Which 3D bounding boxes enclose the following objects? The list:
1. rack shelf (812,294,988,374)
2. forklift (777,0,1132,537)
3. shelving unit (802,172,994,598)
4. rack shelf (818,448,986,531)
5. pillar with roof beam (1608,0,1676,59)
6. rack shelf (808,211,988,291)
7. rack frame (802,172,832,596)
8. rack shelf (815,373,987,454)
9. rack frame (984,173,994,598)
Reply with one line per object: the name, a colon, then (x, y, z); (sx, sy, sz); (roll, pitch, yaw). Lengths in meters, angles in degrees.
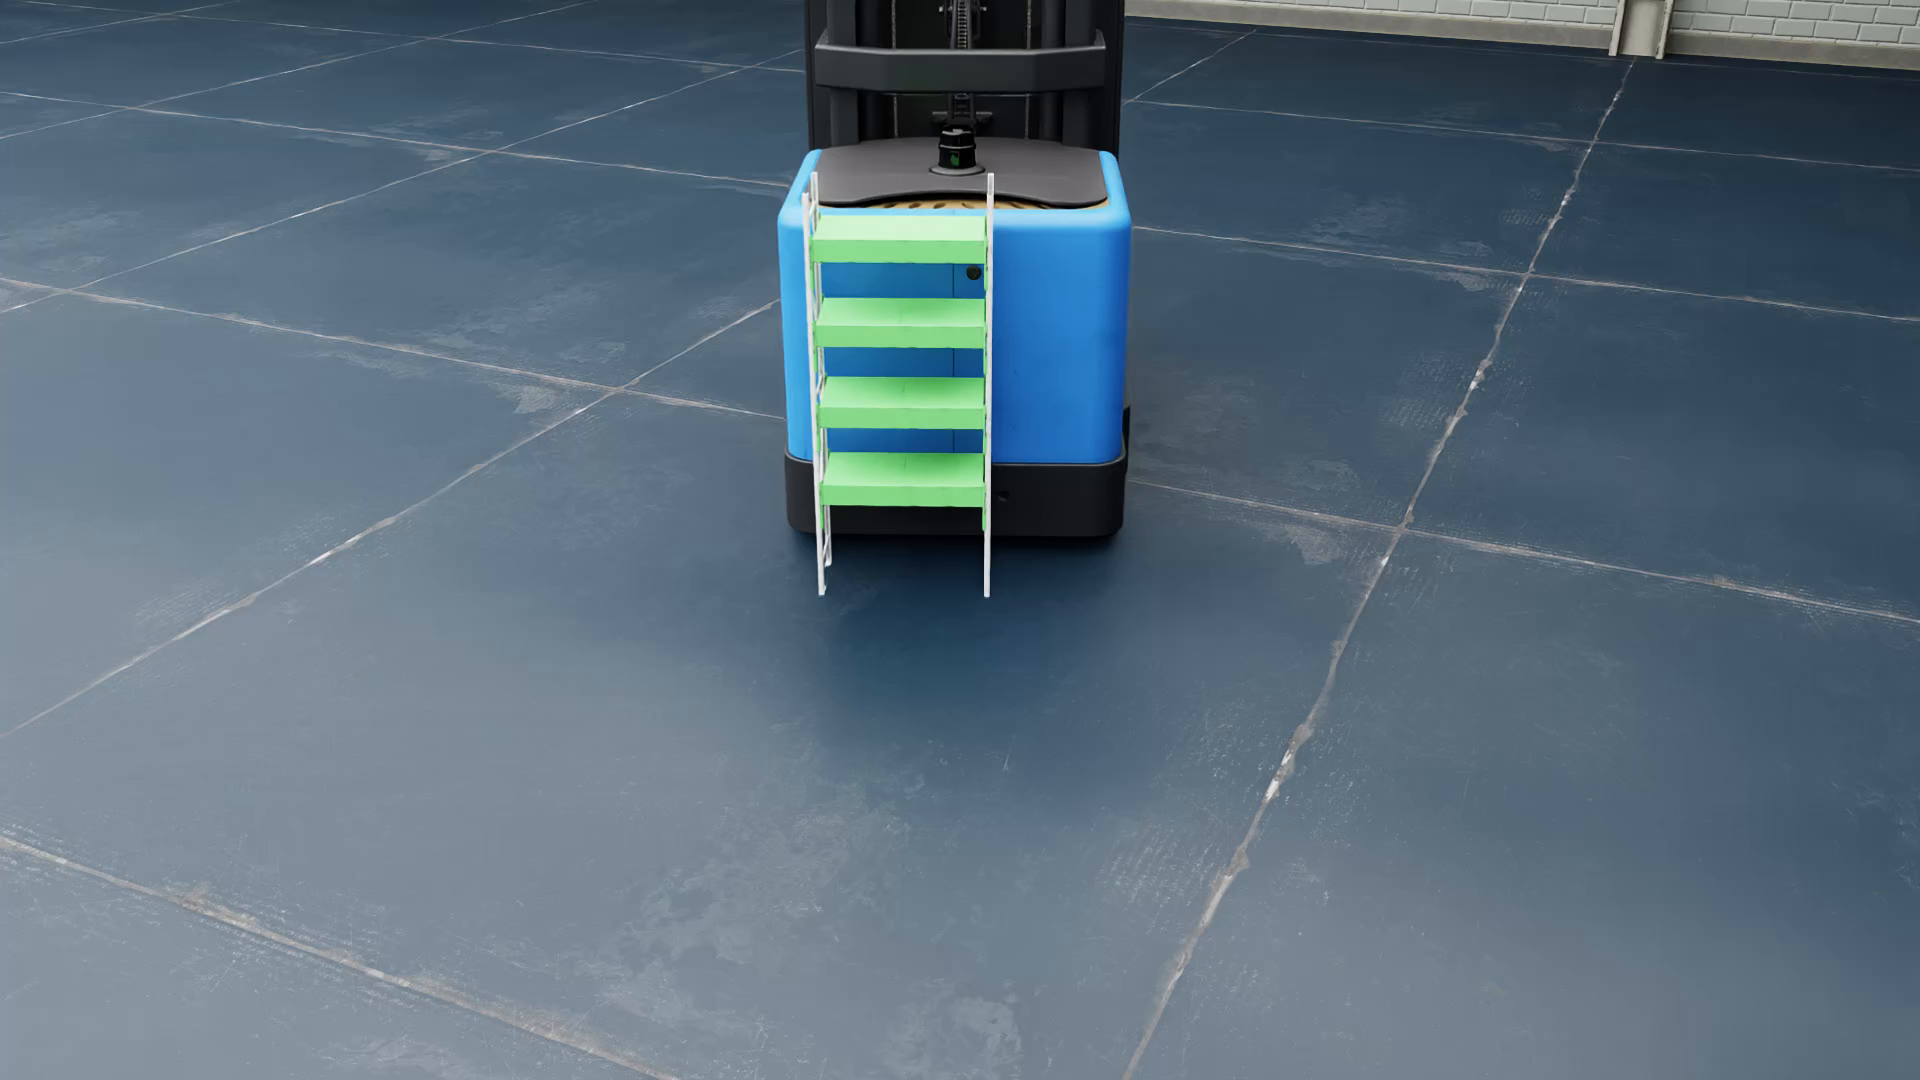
rack shelf: (-0.162, -0.581, 4.672); (0.480, 0.148, 0.258); (1, 26, 1)
forklift: (0.020, -1.932, 5.856); (1.130, 2.935, 3.031); (1, 26, 1)
shelving unit: (-0.162, -0.423, 4.750); (0.503, 1.200, 0.258); (1, 26, 1)
rack shelf: (-0.162, -0.150, 4.884); (0.480, 0.148, 0.258); (1, 26, 1)
pillar with roof beam: (3.485, -6.087, 7.426); (0.400, 9.000, 9.100); (11, 28, 22)
rack shelf: (-0.162, -0.796, 4.566); (0.480, 0.148, 0.258); (1, 26, 1)
rack frame: (-0.406, -0.425, 4.756); (0.015, 1.200, 0.240); (1, 26, 1)
rack shelf: (-0.162, -0.365, 4.778); (0.480, 0.148, 0.258); (1, 26, 1)
rack frame: (0.082, -0.420, 4.745); (0.015, 1.200, 0.240); (1, 26, 1)
